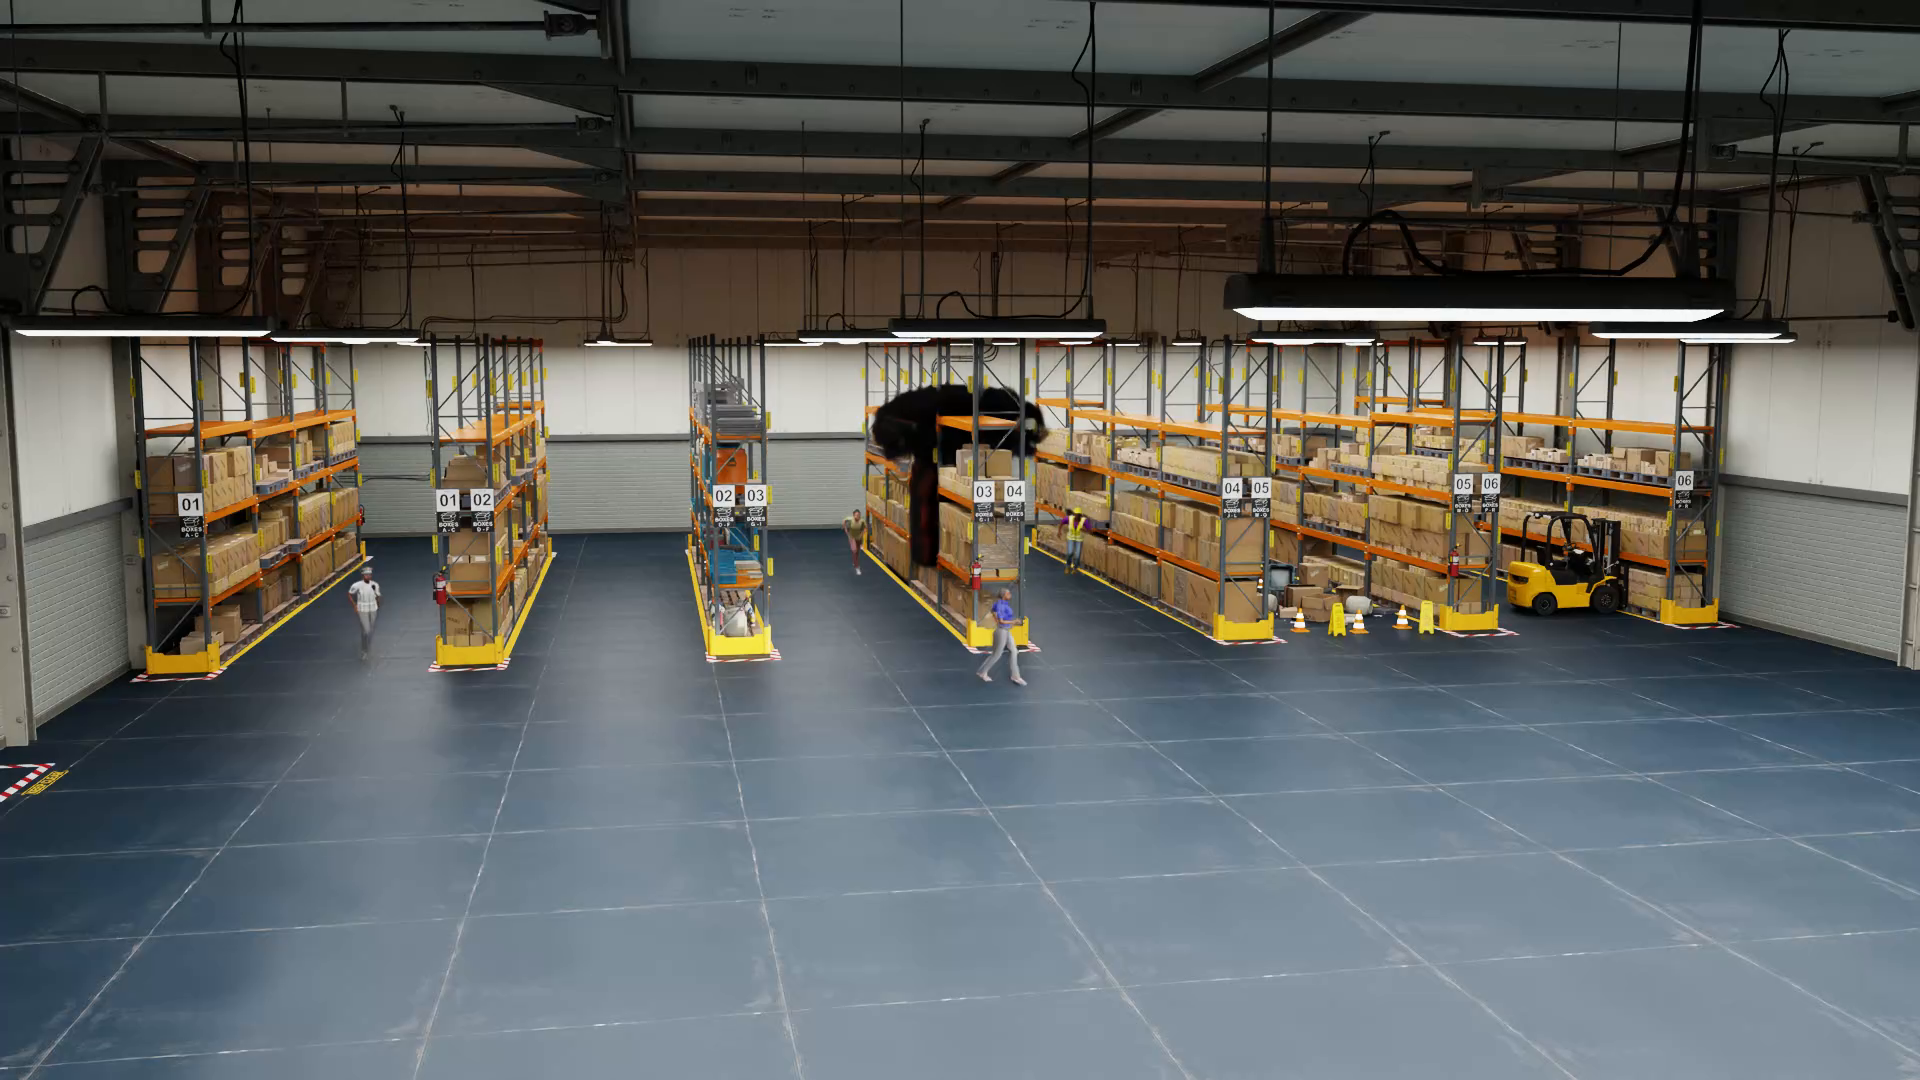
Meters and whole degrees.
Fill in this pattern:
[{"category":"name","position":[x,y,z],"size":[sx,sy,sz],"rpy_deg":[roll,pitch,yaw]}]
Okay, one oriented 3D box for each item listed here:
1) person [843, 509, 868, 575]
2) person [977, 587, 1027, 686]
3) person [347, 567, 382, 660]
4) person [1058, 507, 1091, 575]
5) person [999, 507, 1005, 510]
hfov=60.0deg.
[{"category":"person","position":[-2.584,0.006,41.135],"size":[0.615,1.601,0.971],"rpy_deg":[-1,7,-5]},{"category":"person","position":[0.704,1.652,28.382],"size":[0.851,1.683,0.569],"rpy_deg":[2,7,15]},{"category":"person","position":[-11.010,1.363,30.885],"size":[0.554,1.751,0.732],"rpy_deg":[-6,9,-41]},{"category":"person","position":[2.778,0.024,40.288],"size":[0.788,1.667,0.743],"rpy_deg":[0,7,-1]},{"category":"person","position":[1.242,-0.524,47.077],"size":[0.657,1.756,0.708],"rpy_deg":[-1,7,-7]}]
